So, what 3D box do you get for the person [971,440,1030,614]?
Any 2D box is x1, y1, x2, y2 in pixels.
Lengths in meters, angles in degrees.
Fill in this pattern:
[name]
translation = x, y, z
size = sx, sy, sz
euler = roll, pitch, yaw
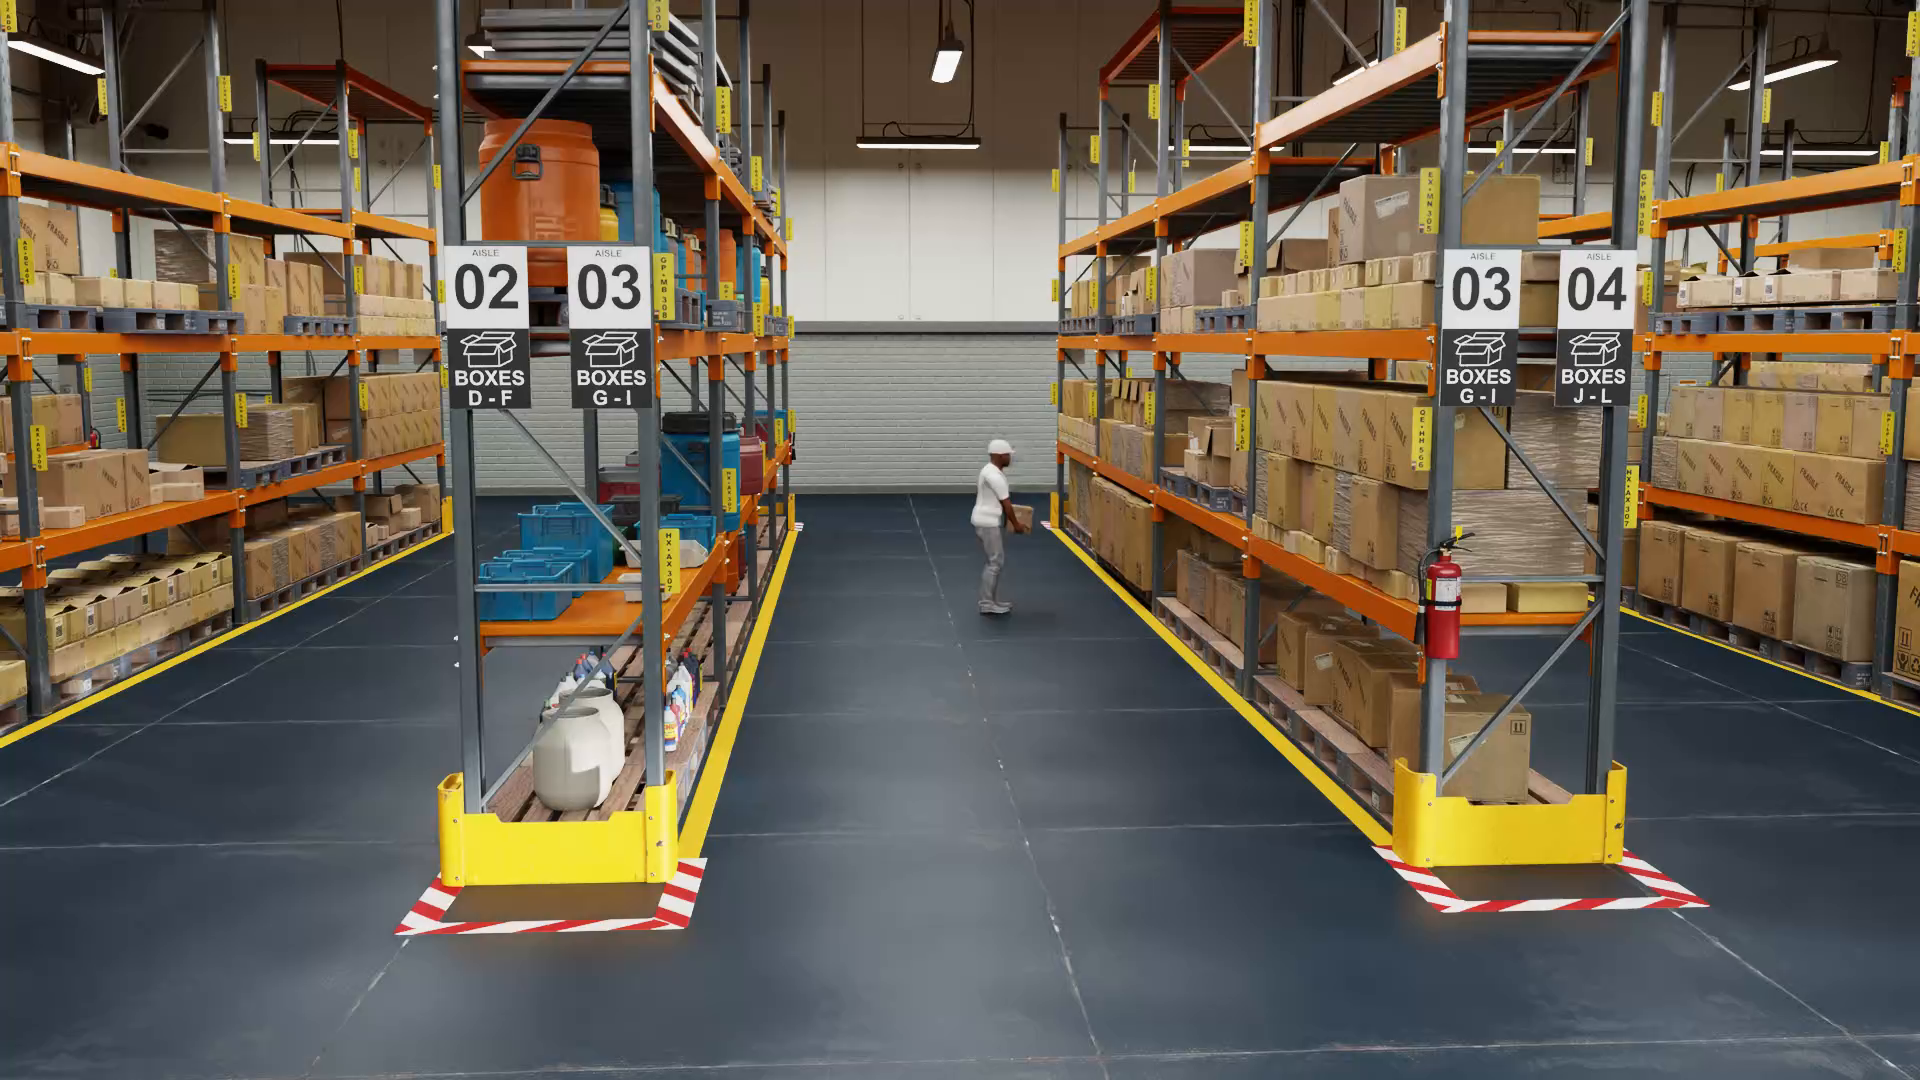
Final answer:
[person]
translation = 0.403, -0.146, 16.928
size = 0.582, 1.750, 0.505
euler = -1, 7, -5
